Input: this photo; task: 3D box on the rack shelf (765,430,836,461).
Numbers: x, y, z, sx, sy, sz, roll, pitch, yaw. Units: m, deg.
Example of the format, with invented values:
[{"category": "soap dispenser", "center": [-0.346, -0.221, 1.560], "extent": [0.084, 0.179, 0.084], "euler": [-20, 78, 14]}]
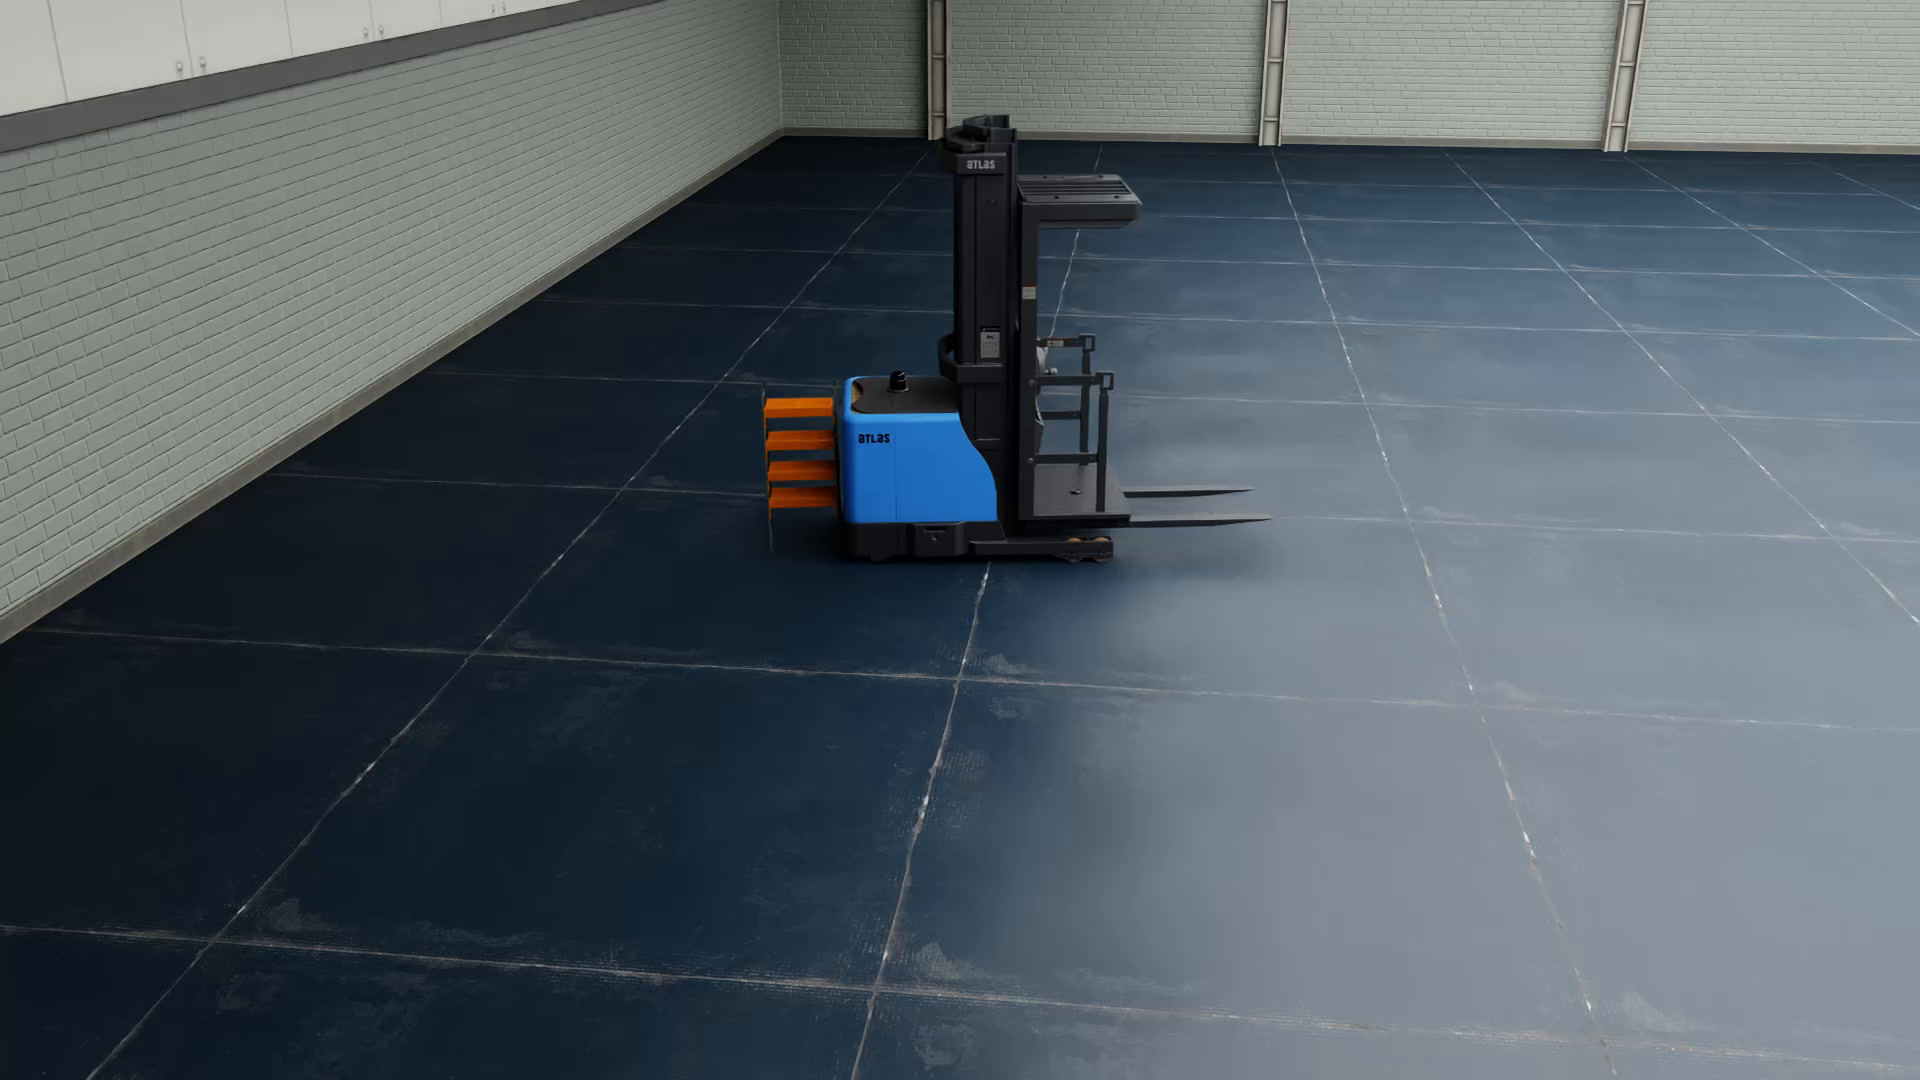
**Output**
[{"category": "rack shelf", "center": [-1.105, -0.666, 11.585], "extent": [0.480, 0.148, 0.258], "euler": [-2, 22, -2]}]

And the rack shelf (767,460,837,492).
[{"category": "rack shelf", "center": [-1.102, -0.458, 11.667], "extent": [0.480, 0.148, 0.258], "euler": [-2, 22, -2]}]

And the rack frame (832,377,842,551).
[{"category": "rack frame", "center": [-0.859, -0.527, 11.651], "extent": [0.015, 1.200, 0.240], "euler": [-2, 22, -2]}]

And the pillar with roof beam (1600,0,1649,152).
[{"category": "pillar with roof beam", "center": [11.037, -9.495, 23.744], "extent": [0.400, 9.000, 9.100], "euler": [2, 22, 6]}]

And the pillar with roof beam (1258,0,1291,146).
[{"category": "pillar with roof beam", "center": [5.078, -9.755, 24.401], "extent": [0.400, 9.000, 9.100], "euler": [2, 22, 6]}]

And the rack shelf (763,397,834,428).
[{"category": "rack shelf", "center": [-1.108, -0.886, 11.498], "extent": [0.480, 0.148, 0.258], "euler": [-2, 22, -2]}]

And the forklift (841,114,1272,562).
[{"category": "forklift", "center": [0.680, -1.403, 11.528], "extent": [3.031, 2.935, 1.130], "euler": [-1, 22, -3]}]

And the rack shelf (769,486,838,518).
[{"category": "rack shelf", "center": [-1.100, -0.274, 11.741], "extent": [0.480, 0.148, 0.258], "euler": [-2, 22, -2]}]

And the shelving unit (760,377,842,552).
[{"category": "shelving unit", "center": [-1.103, -0.521, 11.643], "extent": [0.503, 1.200, 0.258], "euler": [-2, 22, -2]}]

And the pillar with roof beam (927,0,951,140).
[{"category": "pillar with roof beam", "center": [-0.880, -10.014, 25.058], "extent": [0.400, 9.000, 9.100], "euler": [2, 22, 6]}]

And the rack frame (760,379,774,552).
[{"category": "rack frame", "center": [-1.347, -0.514, 11.634], "extent": [0.015, 1.200, 0.240], "euler": [-2, 22, -2]}]
